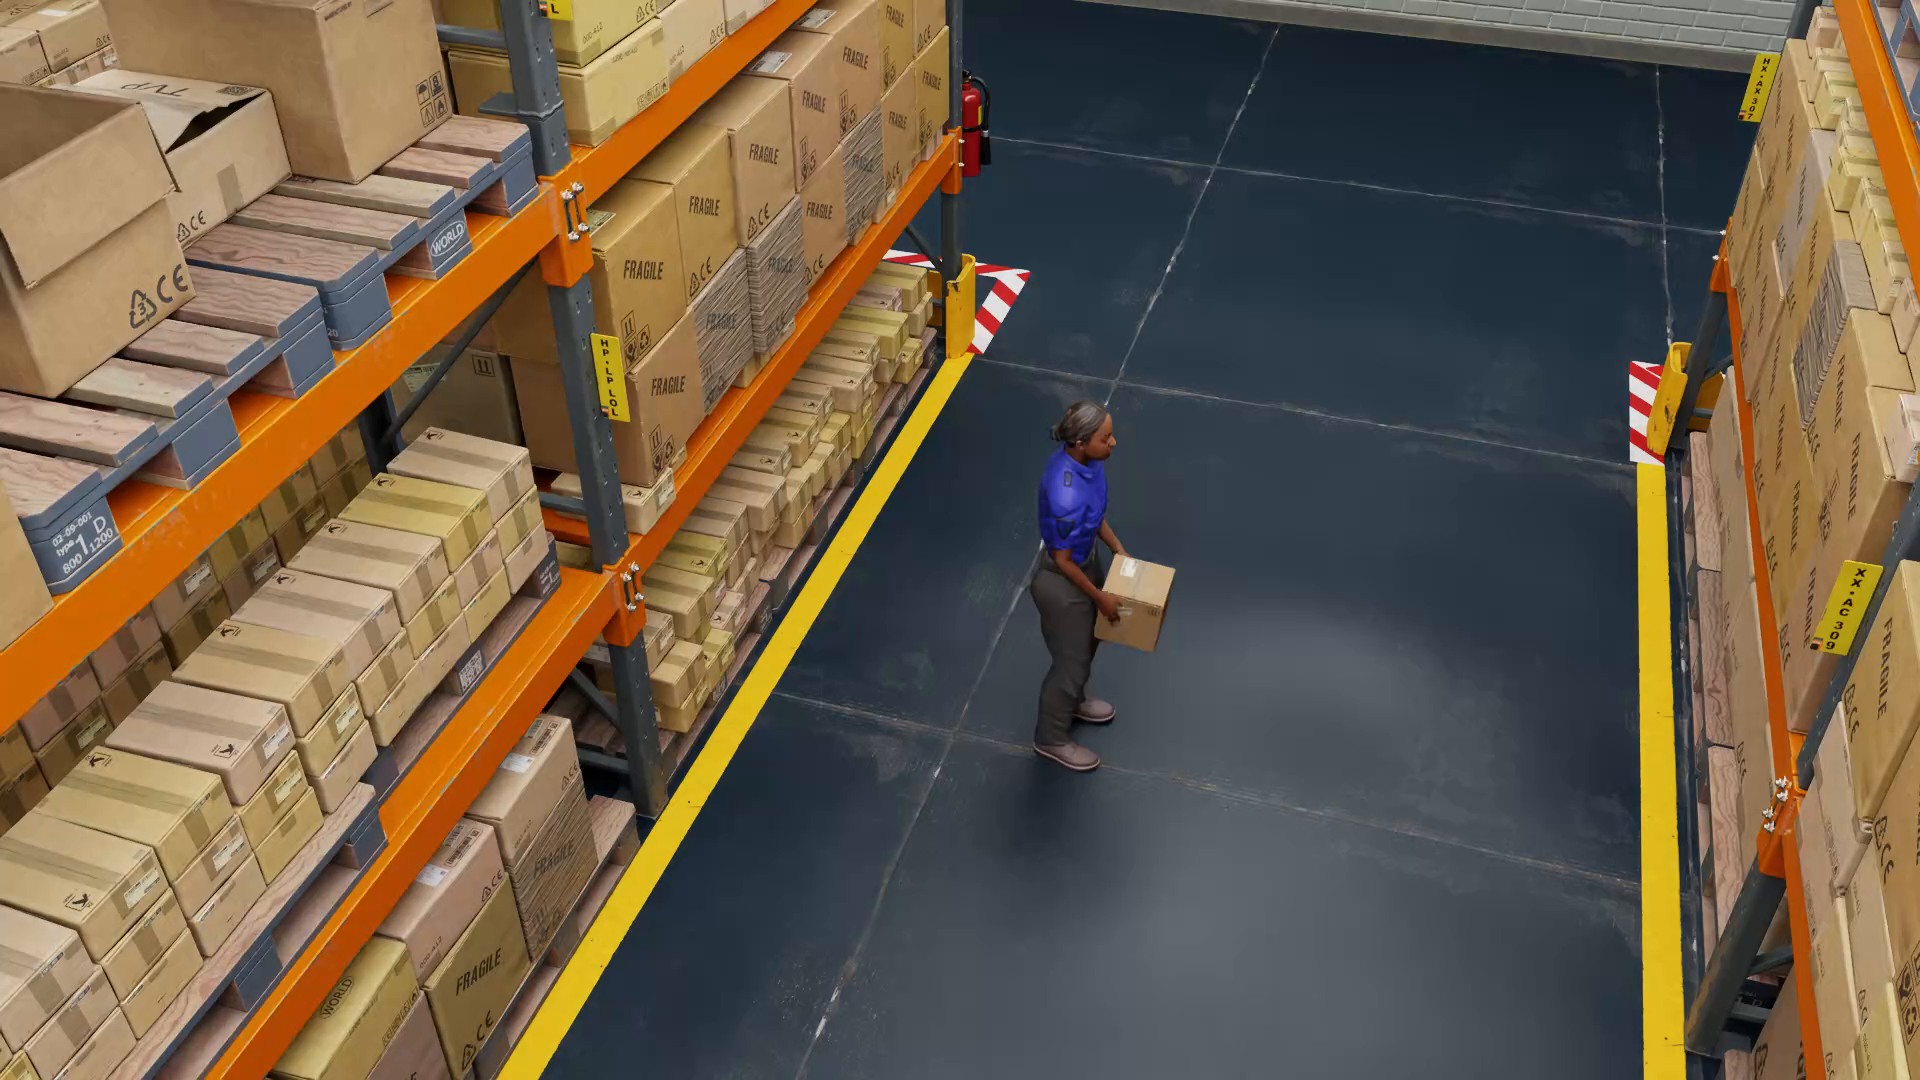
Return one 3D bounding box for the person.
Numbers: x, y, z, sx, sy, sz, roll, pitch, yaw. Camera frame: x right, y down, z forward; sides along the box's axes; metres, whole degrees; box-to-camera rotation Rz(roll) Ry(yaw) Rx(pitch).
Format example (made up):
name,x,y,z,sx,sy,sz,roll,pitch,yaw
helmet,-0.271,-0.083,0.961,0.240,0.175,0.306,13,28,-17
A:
name,x,y,z,sx,sy,sz,roll,pitch,yaw
person,0.495,0.162,6.675,0.391,1.662,0.481,10,38,13
